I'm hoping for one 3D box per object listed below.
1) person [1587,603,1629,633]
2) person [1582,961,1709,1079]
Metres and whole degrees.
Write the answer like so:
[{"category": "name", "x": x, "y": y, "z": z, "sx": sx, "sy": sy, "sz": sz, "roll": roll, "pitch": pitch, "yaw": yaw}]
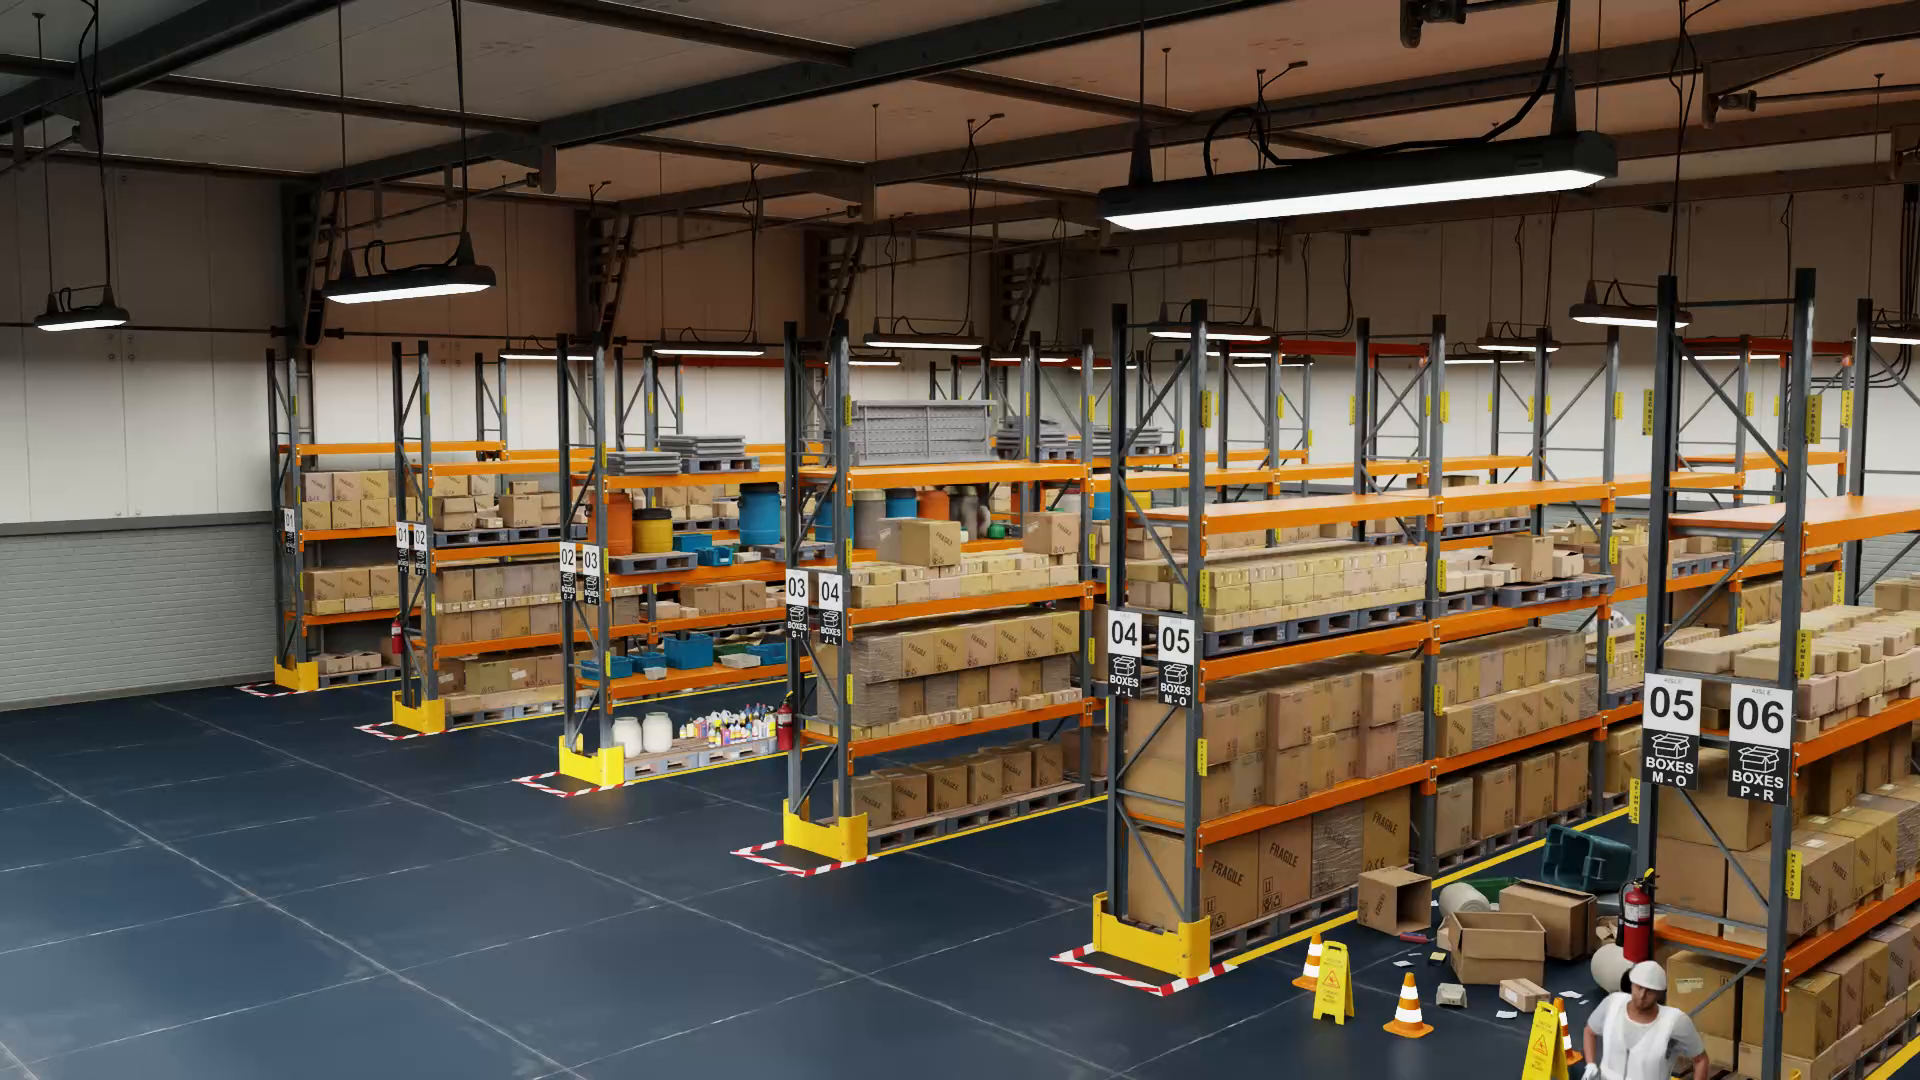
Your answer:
[{"category": "person", "x": 11.283, "y": 1.816, "z": 28.971, "sx": 0.588, "sy": 1.745, "sz": 0.734, "roll": 5, "pitch": 7, "yaw": 43}, {"category": "person", "x": 4.066, "y": 3.378, "z": 10.004, "sx": 0.725, "sy": 1.763, "sz": 1.005, "roll": 5, "pitch": 7, "yaw": 43}]
